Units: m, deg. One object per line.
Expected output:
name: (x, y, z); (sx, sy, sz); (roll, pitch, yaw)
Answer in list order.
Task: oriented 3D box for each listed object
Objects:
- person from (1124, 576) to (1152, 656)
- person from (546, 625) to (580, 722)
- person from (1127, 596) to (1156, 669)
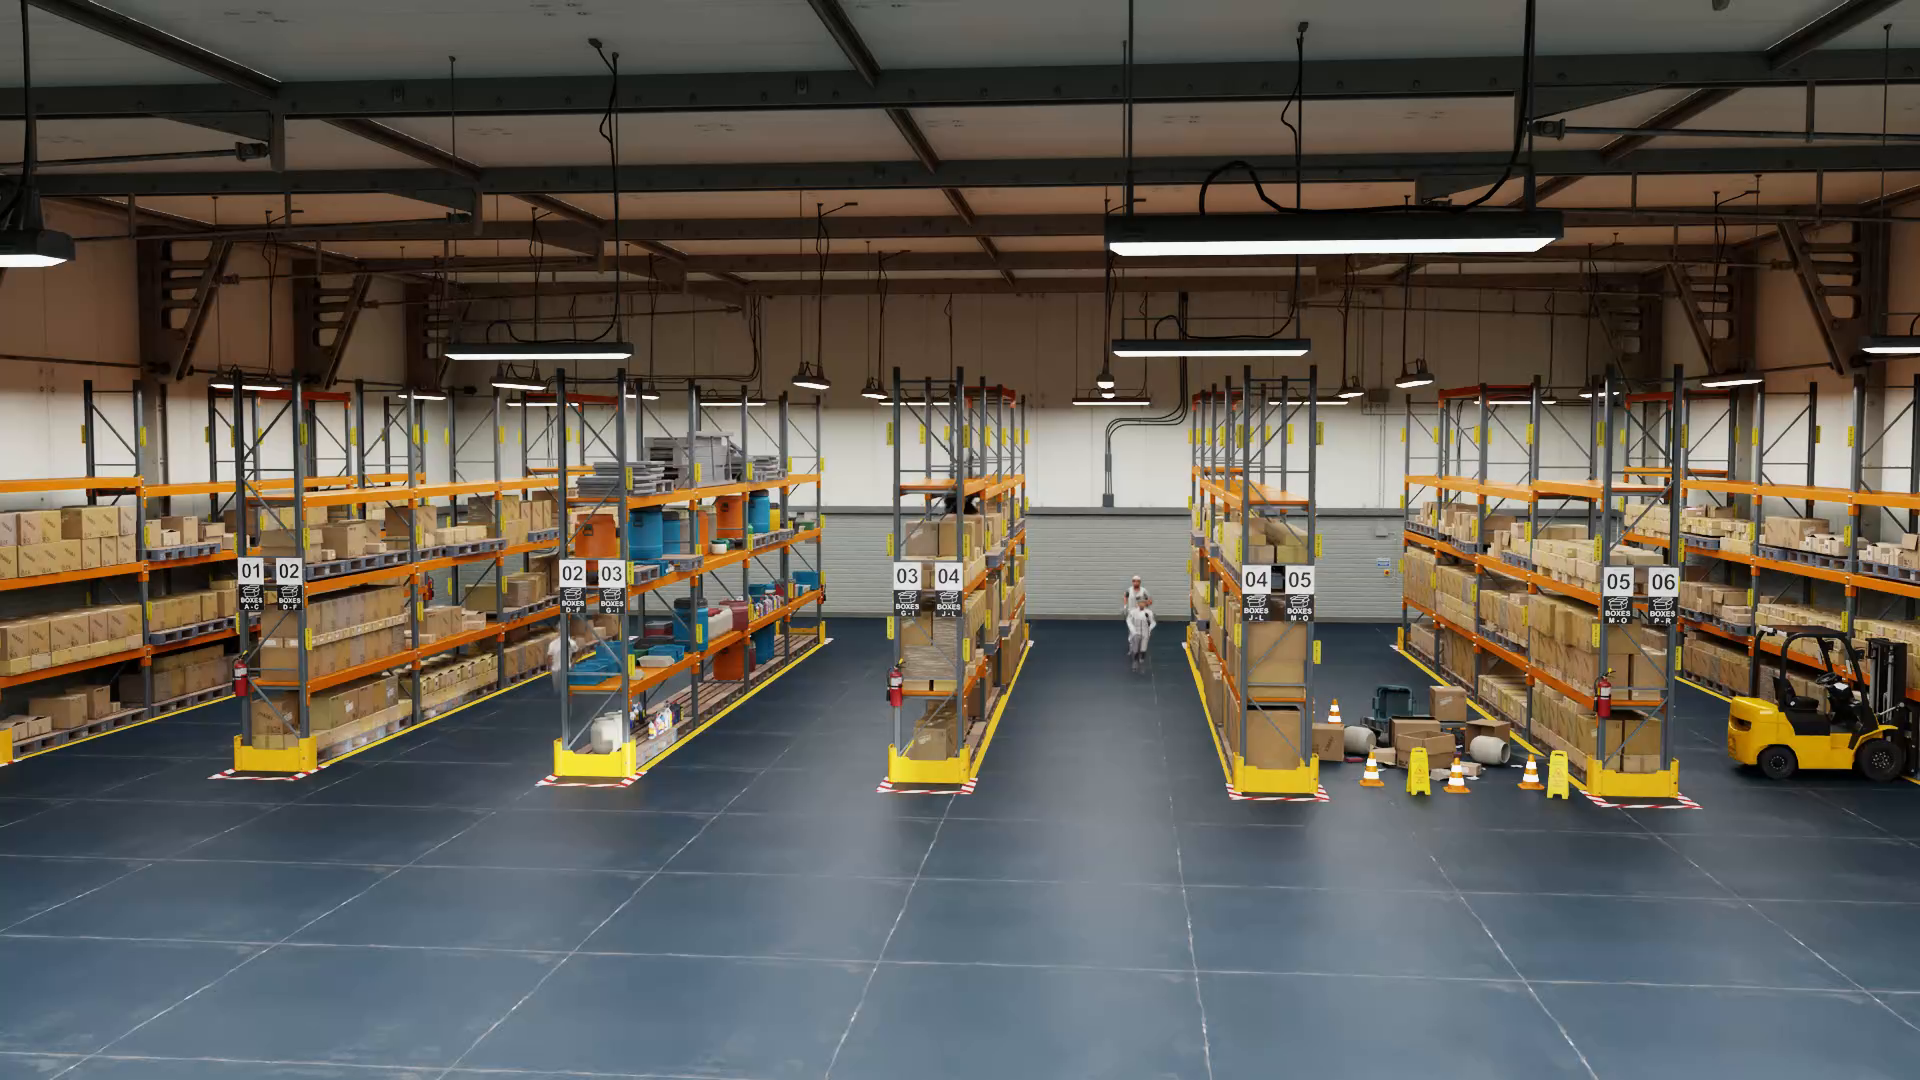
person: (-3.679, 1.976, 34.066); (14.662, 1.798, 11.729); (1, 4, 9)
person: (-7.056, 2.331, 29.552); (0.579, 1.687, 0.851); (0, 4, -5)
person: (3.778, 1.938, 34.654); (0.616, 1.563, 0.557); (0, 4, 6)
